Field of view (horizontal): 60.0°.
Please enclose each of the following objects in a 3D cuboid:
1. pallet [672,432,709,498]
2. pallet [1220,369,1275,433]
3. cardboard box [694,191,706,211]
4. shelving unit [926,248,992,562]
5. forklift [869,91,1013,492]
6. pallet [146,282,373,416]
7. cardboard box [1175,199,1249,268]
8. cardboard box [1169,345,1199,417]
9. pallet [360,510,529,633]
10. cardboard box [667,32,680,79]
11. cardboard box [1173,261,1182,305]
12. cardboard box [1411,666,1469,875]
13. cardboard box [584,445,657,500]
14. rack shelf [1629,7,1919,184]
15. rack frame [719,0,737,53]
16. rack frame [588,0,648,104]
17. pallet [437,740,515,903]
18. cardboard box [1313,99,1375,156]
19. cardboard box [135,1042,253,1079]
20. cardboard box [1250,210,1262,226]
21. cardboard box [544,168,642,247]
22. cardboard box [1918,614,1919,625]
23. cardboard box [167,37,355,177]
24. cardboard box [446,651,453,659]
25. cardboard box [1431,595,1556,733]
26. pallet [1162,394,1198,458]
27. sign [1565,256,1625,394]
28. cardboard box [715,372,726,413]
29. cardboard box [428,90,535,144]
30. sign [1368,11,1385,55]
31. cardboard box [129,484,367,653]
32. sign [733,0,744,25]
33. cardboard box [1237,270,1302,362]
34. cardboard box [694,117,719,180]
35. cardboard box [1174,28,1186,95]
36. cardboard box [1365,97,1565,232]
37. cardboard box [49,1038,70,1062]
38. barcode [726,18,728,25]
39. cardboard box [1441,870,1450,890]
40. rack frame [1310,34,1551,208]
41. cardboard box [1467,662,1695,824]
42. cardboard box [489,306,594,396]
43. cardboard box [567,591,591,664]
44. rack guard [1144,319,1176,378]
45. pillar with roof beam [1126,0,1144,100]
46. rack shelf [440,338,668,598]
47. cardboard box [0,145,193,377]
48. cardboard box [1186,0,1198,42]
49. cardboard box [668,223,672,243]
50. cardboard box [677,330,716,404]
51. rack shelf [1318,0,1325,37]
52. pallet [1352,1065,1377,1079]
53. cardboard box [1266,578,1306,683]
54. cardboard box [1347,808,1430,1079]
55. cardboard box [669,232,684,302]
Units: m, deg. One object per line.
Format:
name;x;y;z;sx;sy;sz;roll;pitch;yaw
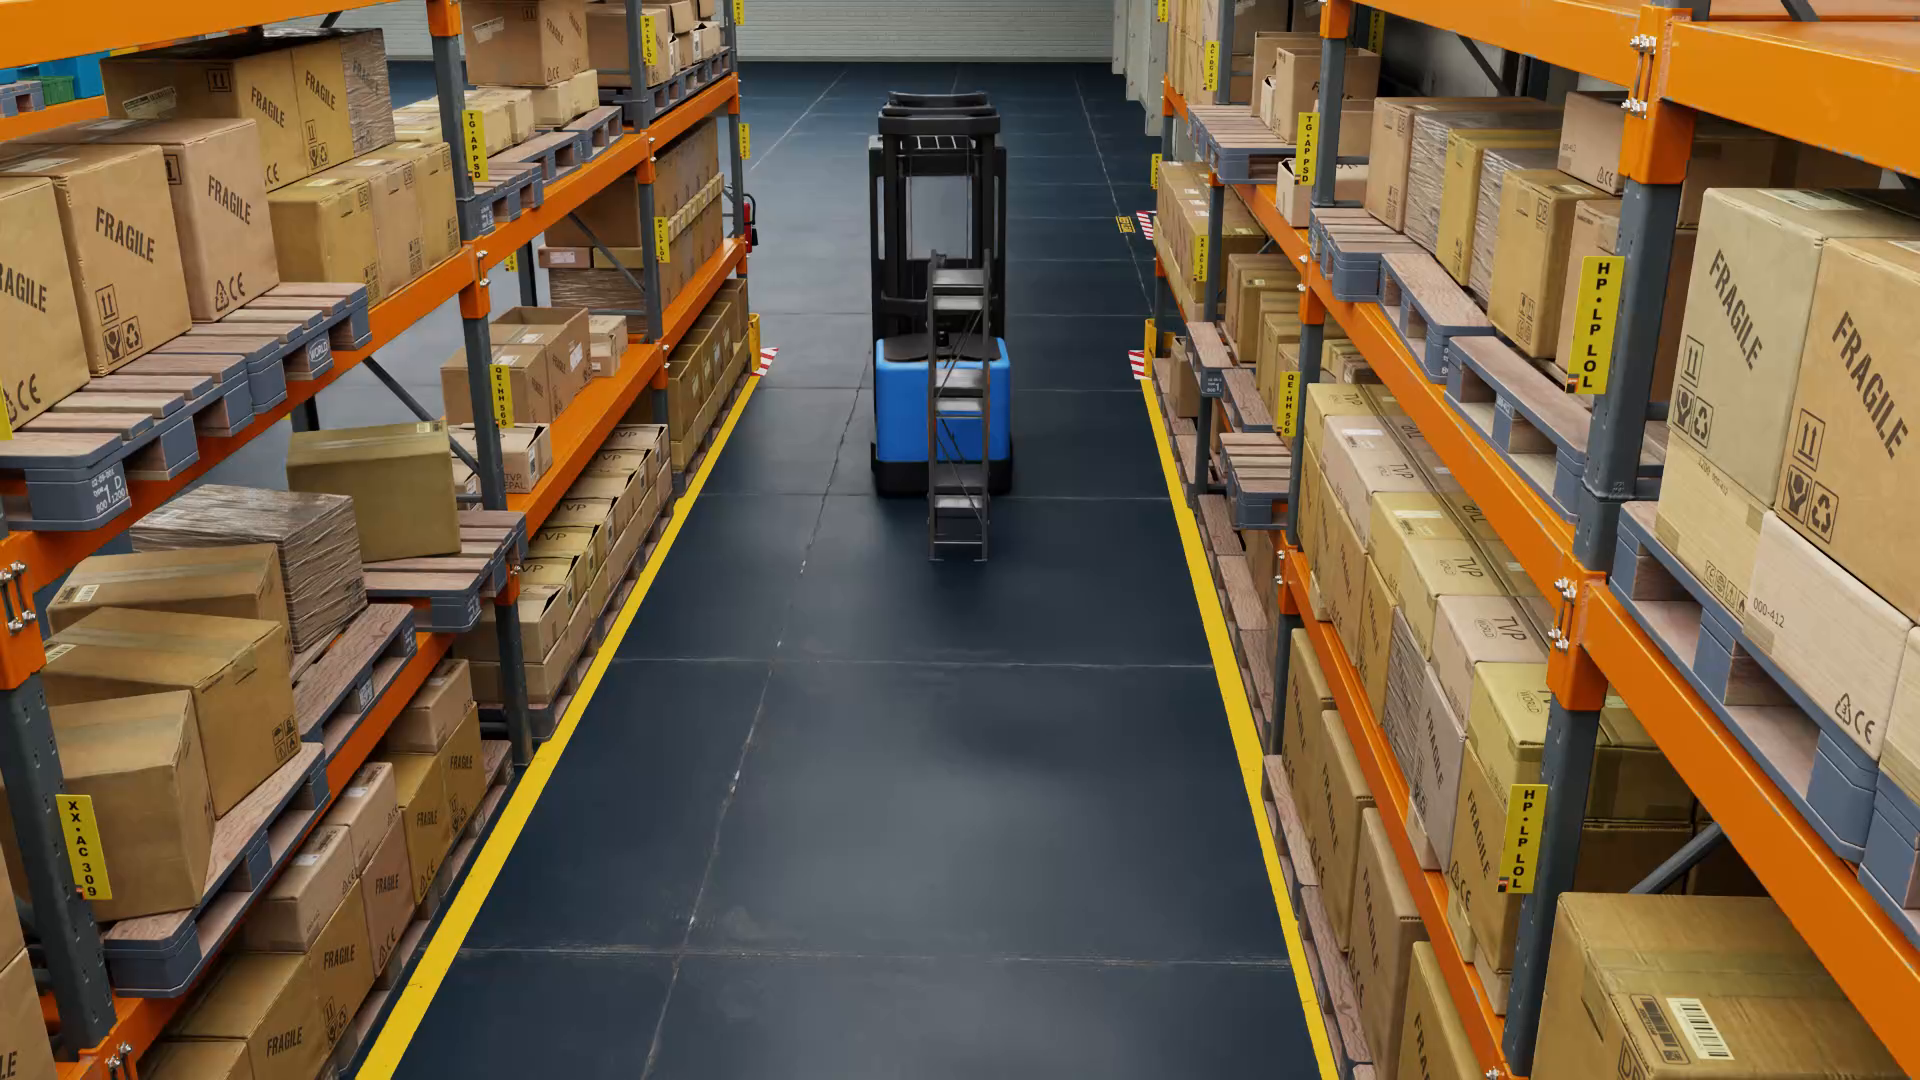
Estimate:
pallet;-2.620;-0.641;13.390;1.003;0.211;1.213;1;21;2
pallet;2.163;-0.782;10.162;1.003;0.211;1.213;1;21;2
cardboard box;-2.418;-2.936;14.415;0.380;0.149;0.250;1;21;3
shelving unit;-0.005;-0.919;11.495;0.431;2.100;0.503;1;21;2
forklift;-0.188;-2.226;13.713;1.130;2.935;3.031;-1;21;-2
pallet;-2.811;-0.683;5.754;1.213;0.211;1.003;1;21;2
cardboard box;2.006;-2.427;13.280;0.500;0.500;0.500;0;21;0
cardboard box;2.186;-1.367;14.253;0.700;0.500;0.500;-1;21;-2
pallet;-2.758;0.127;7.819;1.213;0.211;1.003;1;21;2
cardboard box;-2.391;-3.647;12.483;0.500;0.311;0.500;-1;21;-1
cardboard box;2.000;-2.077;13.415;0.500;0.250;0.500;1;21;1
cardboard box;1.790;0.743;5.391;0.500;0.500;0.500;1;21;2
cardboard box;-2.422;-0.492;11.595;0.500;0.311;0.500;1;21;3
rack shelf;1.961;-0.260;1.807;1.077;0.370;4.000;1;21;2
rack frame;-2.565;-5.897;14.788;1.000;3.000;0.127;1;21;2
rack frame;-2.686;-4.451;11.060;1.000;3.000;0.127;1;21;2
pallet;-2.869;1.362;8.228;1.003;0.211;1.213;1;21;2
cardboard box;2.276;-2.078;8.922;0.797;0.503;0.637;4;21;9
cardboard box;-2.671;2.026;5.507;0.500;0.500;0.500;0;21;-1
cardboard box;2.508;-2.245;12.810;0.500;0.500;0.500;1;21;1
cardboard box;-2.679;-2.466;12.306;0.700;0.500;0.500;1;21;2
cardboard box;1.701;-0.010;2.213;0.500;0.500;0.500;1;21;2
cardboard box;-2.843;-1.777;6.795;0.500;0.500;0.500;1;21;2
cardboard box;-3.036;0.685;9.337;0.500;0.250;0.500;1;21;3
cardboard box;1.805;0.391;5.261;0.500;0.250;0.500;1;21;3
pallet;2.285;-0.987;14.280;1.003;0.211;1.213;1;21;2
sign;1.479;-0.497;3.867;0.100;0.325;0.005;1;21;2
cardboard box;-2.319;-1.275;14.388;0.500;0.250;0.500;1;21;2
cardboard box;-2.806;-2.488;9.774;0.500;0.250;0.500;-1;21;-3
sign;2.820;-3.419;11.289;0.100;0.325;0.005;1;21;2
cardboard box;-2.933;0.107;6.887;0.700;0.500;0.500;5;22;12
sign;-2.023;-4.864;15.156;0.100;0.325;0.005;1;21;2
cardboard box;2.191;-1.467;10.917;0.700;0.500;0.500;3;21;7
cardboard box;-2.593;-3.564;15.136;0.700;0.500;0.500;1;21;2
cardboard box;2.063;-4.002;13.884;0.500;0.500;0.500;2;21;4
cardboard box;2.186;-1.632;7.196;0.700;0.500;0.500;-1;21;-3
cardboard box;-3.201;2.017;5.531;0.500;0.500;0.500;1;21;1
barcode;-2.092;-4.655;14.930;0.001;0.075;0.075;1;21;2
cardboard box;1.786;1.089;5.394;0.380;0.149;0.250;1;21;3
rack frame;2.143;-2.952;7.196;1.000;3.000;0.127;1;21;2
cardboard box;1.780;0.576;4.785;0.500;0.250;0.500;1;21;3
cardboard box;-2.742;-1.233;10.921;0.500;0.500;0.500;2;21;6
cardboard box;-2.484;0.510;9.788;0.500;0.250;0.500;0;21;0
rack guard;2.384;-1.854;16.117;1.175;0.500;0.348;1;21;2
pillar with roof beam;-0.343;-14.307;36.460;9.100;9.000;0.400;1;21;2
rack shelf;-2.747;-0.596;10.412;1.077;0.370;4.000;1;21;2
cardboard box;-2.843;-0.872;5.127;0.600;0.600;0.600;0;21;1
cardboard box;2.021;-4.093;12.736;0.500;0.500;0.500;0;21;0
cardboard box;-2.464;-2.377;12.974;0.380;0.149;0.250;0;21;1
cardboard box;-2.329;-1.443;13.786;0.500;0.500;0.500;1;21;2
rack shelf;2.204;-3.153;9.262;1.077;0.370;4.000;1;21;2
pallet;1.970;2.312;5.779;1.003;0.211;1.213;1;21;2
cardboard box;2.113;0.545;9.326;0.700;0.500;0.500;1;21;2
cardboard box;1.936;1.540;6.304;0.750;0.750;0.750;1;21;3
cardboard box;-2.650;-2.233;13.500;0.700;0.500;0.500;1;21;2
